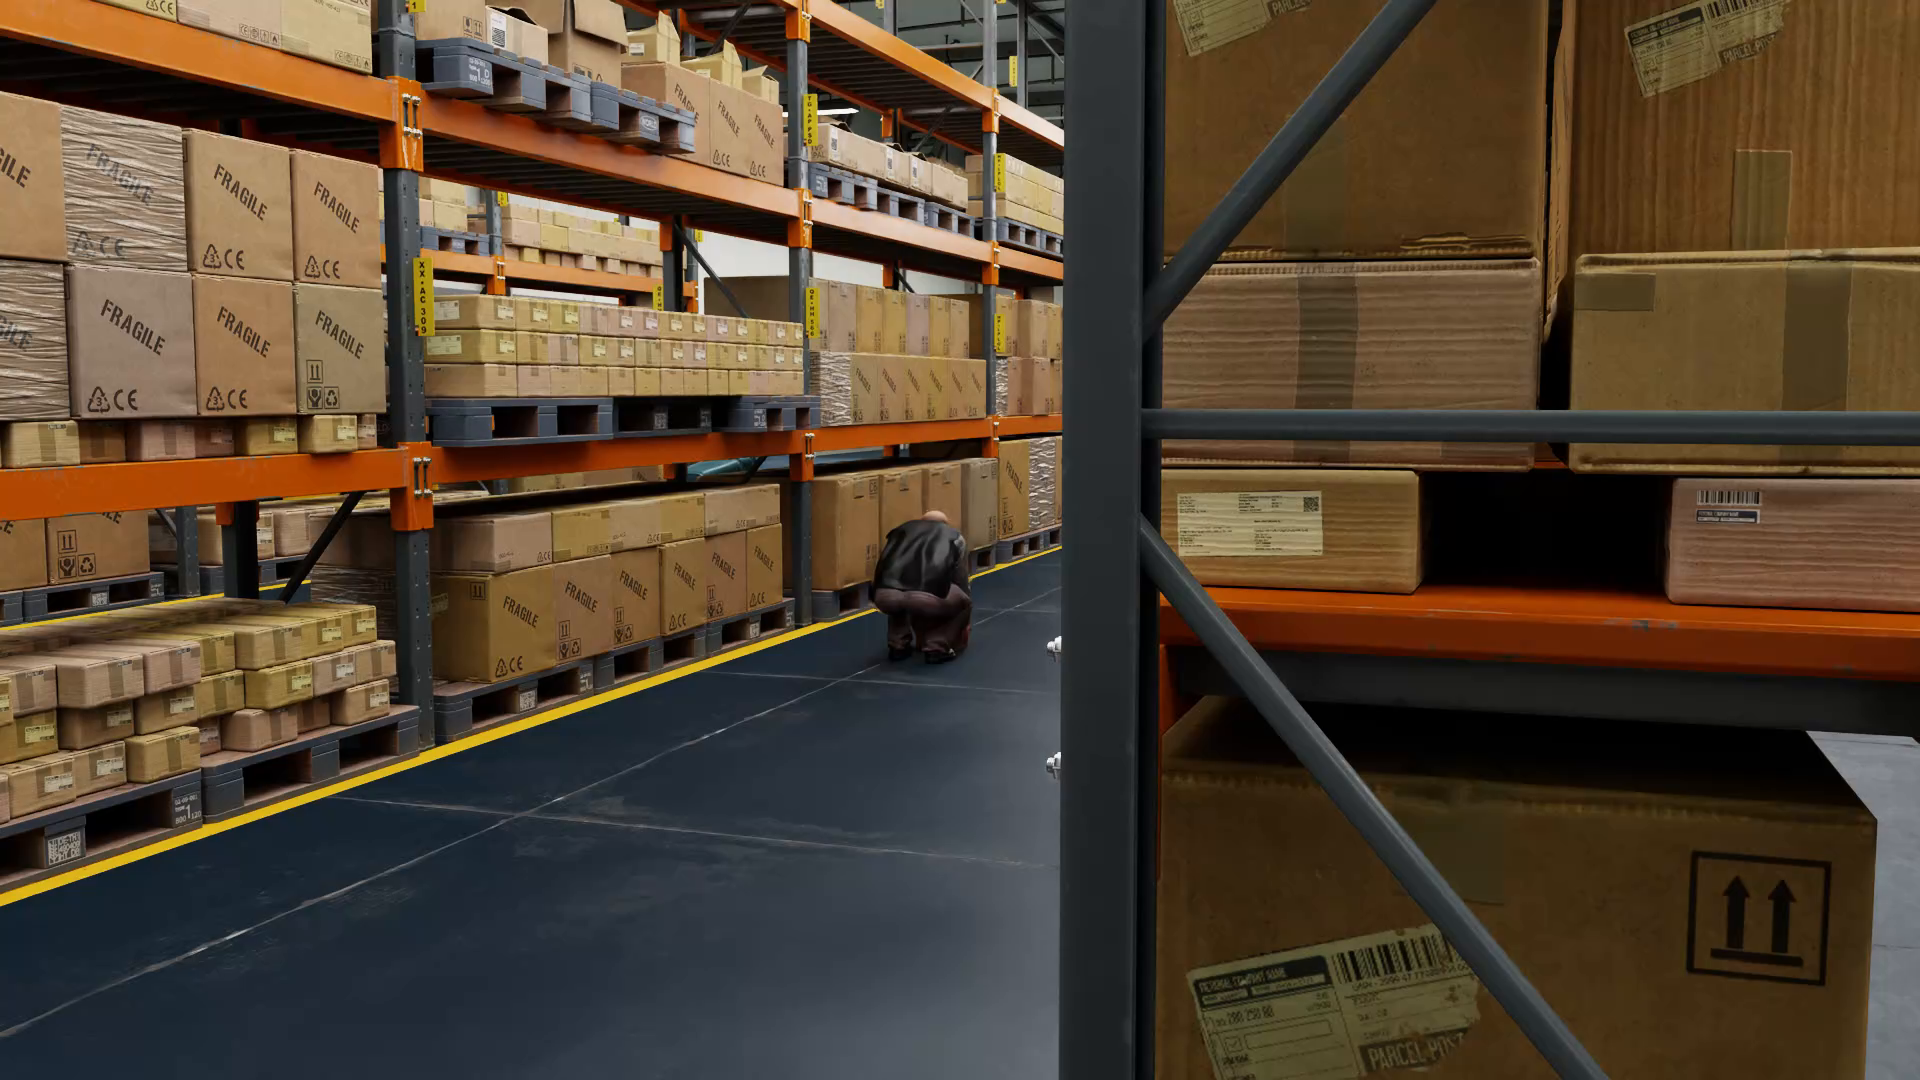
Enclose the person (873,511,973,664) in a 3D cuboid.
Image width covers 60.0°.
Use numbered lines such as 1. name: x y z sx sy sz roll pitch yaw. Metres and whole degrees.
1. person: -0.211 0.286 9.676 0.531 0.799 0.875 2 5 19
